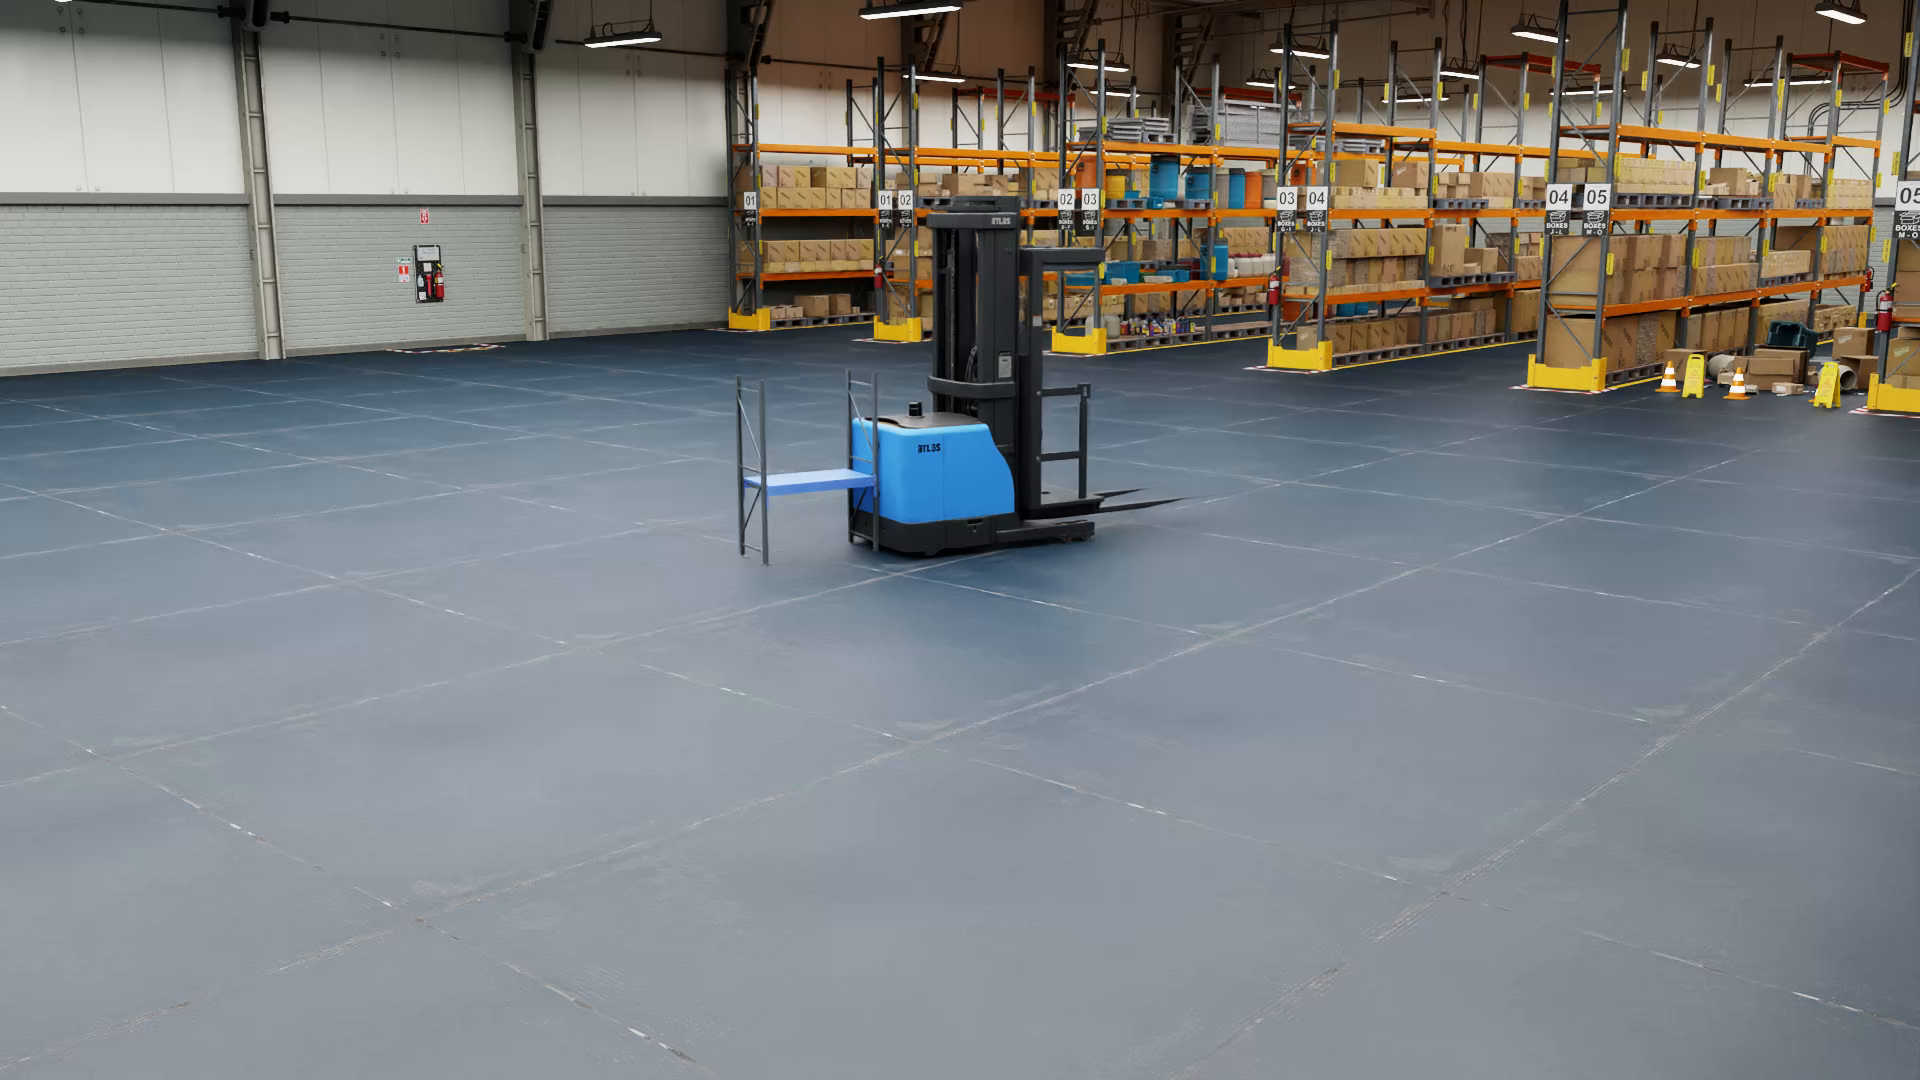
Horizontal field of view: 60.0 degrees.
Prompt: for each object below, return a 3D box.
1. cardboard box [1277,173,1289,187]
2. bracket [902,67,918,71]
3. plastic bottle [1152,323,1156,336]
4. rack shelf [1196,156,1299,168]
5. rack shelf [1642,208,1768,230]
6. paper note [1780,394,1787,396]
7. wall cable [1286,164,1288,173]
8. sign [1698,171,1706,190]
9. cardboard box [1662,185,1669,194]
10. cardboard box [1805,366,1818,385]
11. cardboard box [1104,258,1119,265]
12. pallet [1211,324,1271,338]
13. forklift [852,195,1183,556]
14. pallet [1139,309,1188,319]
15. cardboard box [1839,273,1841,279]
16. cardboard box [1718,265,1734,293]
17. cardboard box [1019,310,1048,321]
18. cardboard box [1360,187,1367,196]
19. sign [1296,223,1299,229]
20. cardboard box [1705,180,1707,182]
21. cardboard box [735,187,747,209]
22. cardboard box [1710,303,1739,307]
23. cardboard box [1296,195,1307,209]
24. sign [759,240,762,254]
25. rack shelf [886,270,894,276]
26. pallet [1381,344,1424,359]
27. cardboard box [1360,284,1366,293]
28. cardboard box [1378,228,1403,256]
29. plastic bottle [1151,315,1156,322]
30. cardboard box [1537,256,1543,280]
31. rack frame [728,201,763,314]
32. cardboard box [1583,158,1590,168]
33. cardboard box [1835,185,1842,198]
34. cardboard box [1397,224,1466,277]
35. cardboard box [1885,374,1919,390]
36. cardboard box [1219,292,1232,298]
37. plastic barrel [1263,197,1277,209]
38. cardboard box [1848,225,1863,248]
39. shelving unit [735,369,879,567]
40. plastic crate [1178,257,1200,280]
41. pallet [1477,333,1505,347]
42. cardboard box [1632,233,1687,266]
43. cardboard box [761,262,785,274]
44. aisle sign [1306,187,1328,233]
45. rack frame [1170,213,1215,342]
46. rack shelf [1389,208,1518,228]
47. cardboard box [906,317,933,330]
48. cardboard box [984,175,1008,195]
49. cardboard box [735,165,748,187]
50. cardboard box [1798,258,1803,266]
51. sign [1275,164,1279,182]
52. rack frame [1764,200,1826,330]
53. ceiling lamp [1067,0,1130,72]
[{"bbox_3d":[8.882,-10.148,47.143,0.700,0.500,0.500,10,15,40],"label":"cardboard box"},{"bbox_3d":[-1.311,-12.199,43.371,0.235,0.232,0.430,10,15,40],"label":"bracket"},{"bbox_3d":[4.023,-4.375,34.549,0.097,0.271,0.097,0,11,0],"label":"plastic bottle"},{"bbox_3d":[7.889,-10.508,45.943,1.077,0.370,4.000,10,15,40],"label":"rack shelf"},{"bbox_3d":[13.706,-5.925,30.643,1.077,0.370,4.000,10,15,40],"label":"rack shelf"},{"bbox_3d":[12.659,-2.239,25.593,0.148,0.019,0.142,4,12,21],"label":"paper note"},{"bbox_3d":[9.487,-11.060,54.789,3.097,2.526,0.112,10,15,40],"label":"wall cable"},{"bbox_3d":[12.803,-6.204,28.683,0.100,0.325,0.005,10,15,40],"label":"sign"},{"bbox_3d":[11.546,-5.832,27.659,0.380,0.149,0.250,10,15,40],"label":"cardboard box"},{"bbox_3d":[14.020,-2.704,27.321,0.258,0.266,0.396,0,11,1],"label":"cardboard box"},{"bbox_3d":[3.655,-6.947,41.809,0.500,0.311,0.500,11,16,44],"label":"cardboard box"},{"bbox_3d":[6.300,-4.742,37.664,1.003,0.211,1.213,10,15,40],"label":"pallet"},{"bbox_3d":[0.577,-1.498,14.480,3.031,2.935,1.130,-7,13,-31],"label":"forklift"},{"bbox_3d":[5.255,-5.954,43.734,1.003,0.211,1.213,10,15,40],"label":"pallet"},{"bbox_3d":[19.225,-5.851,36.736,0.380,0.149,0.250,10,15,41],"label":"cardboard box"},{"bbox_3d":[13.935,-4.826,30.710,0.500,0.500,0.500,10,15,41],"label":"cardboard box"},{"bbox_3d":[1.740,-5.335,39.459,0.500,0.250,0.500,9,15,39],"label":"cardboard box"},{"bbox_3d":[7.156,-6.328,30.192,0.380,0.149,0.250,10,15,40],"label":"cardboard box"},{"bbox_3d":[9.612,-8.863,47.415,0.100,0.325,0.005,10,15,40],"label":"sign"},{"bbox_3d":[13.377,-6.481,30.491,0.500,0.311,0.500,9,14,38],"label":"cardboard box"},{"bbox_3d":[-4.991,-8.125,39.517,0.500,0.500,0.500,-11,16,-43],"label":"cardboard box"},{"bbox_3d":[15.280,-4.583,33.144,0.500,0.250,0.500,9,15,39],"label":"cardboard box"},{"bbox_3d":[6.213,-6.081,29.973,0.500,0.250,0.500,10,15,42],"label":"cardboard box"},{"bbox_3d":[-4.669,-6.856,38.915,0.100,0.325,0.005,10,15,40],"label":"sign"},{"bbox_3d":[-1.116,-7.031,43.842,1.077,0.370,4.000,10,15,40],"label":"rack shelf"},{"bbox_3d":[8.310,-3.698,32.434,1.003,0.211,1.213,10,15,40],"label":"pallet"},{"bbox_3d":[7.273,-4.653,30.737,0.380,0.149,0.250,10,15,40],"label":"cardboard box"},{"bbox_3d":[7.976,-5.605,31.295,0.500,0.500,0.500,10,15,40],"label":"cardboard box"},{"bbox_3d":[4.161,-4.660,35.775,0.144,0.351,0.185,10,15,42],"label":"plastic bottle"},{"bbox_3d":[12.566,-5.994,36.558,0.500,0.500,0.500,9,15,39],"label":"cardboard box"},{"bbox_3d":[-5.076,-6.501,39.351,1.000,3.000,0.127,10,15,40],"label":"rack frame"},{"bbox_3d":[9.878,-6.047,26.700,0.380,0.149,0.250,10,15,41],"label":"cardboard box"},{"bbox_3d":[18.497,-7.444,35.522,0.500,0.250,0.500,10,15,40],"label":"cardboard box"},{"bbox_3d":[9.356,-5.767,33.073,1.000,1.000,1.000,10,15,41],"label":"cardboard box"},{"bbox_3d":[13.877,-2.313,24.333,0.500,0.250,0.500,10,15,40],"label":"cardboard box"},{"bbox_3d":[7.226,-6.755,46.363,0.500,0.311,0.500,10,15,40],"label":"cardboard box"},{"bbox_3d":[6.982,-7.583,37.463,0.301,0.262,0.301,0,11,0],"label":"plastic barrel"},{"bbox_3d":[19.857,-6.789,37.225,0.500,0.500,0.500,9,14,38],"label":"cardboard box"},{"bbox_3d":[-1.253,-0.617,13.720,1.048,1.500,0.538,-7,13,-31],"label":"shelving unit"},{"bbox_3d":[5.096,-5.951,36.433,0.402,0.464,0.583,10,15,40],"label":"plastic crate"},{"bbox_3d":[10.850,-4.275,35.323,1.003,0.211,1.213,10,15,40],"label":"pallet"},{"bbox_3d":[12.116,-5.065,29.023,0.875,0.550,0.550,10,15,40],"label":"cardboard box"},{"bbox_3d":[-4.516,-6.468,39.518,0.500,0.250,0.500,9,15,39],"label":"cardboard box"},{"bbox_3d":[6.270,-5.807,29.238,0.394,0.787,0.004,10,15,40],"label":"aisle sign"},{"bbox_3d":[5.006,-5.809,35.885,1.000,3.000,0.127,10,15,40],"label":"rack frame"},{"bbox_3d":[10.047,-6.581,33.928,1.077,0.370,4.000,10,15,40],"label":"rack shelf"},{"bbox_3d":[-0.832,-4.769,36.627,0.500,0.250,0.500,10,15,40],"label":"cardboard box"},{"bbox_3d":[0.757,-8.204,38.535,0.500,0.500,0.500,-11,15,-43],"label":"cardboard box"},{"bbox_3d":[-4.988,-8.618,39.435,0.500,0.500,0.500,11,15,43],"label":"cardboard box"},{"bbox_3d":[17.213,-5.759,34.444,0.380,0.149,0.250,11,15,43],"label":"cardboard box"},{"bbox_3d":[5.682,-6.560,29.726,0.100,0.325,0.005,10,15,40],"label":"sign"},{"bbox_3d":[17.666,-5.689,35.286,1.000,3.000,0.127,10,15,40],"label":"rack frame"},{"bbox_3d":[3.226,-11.884,36.084,0.800,3.185,2.000,10,15,40],"label":"ceiling lamp"}]
